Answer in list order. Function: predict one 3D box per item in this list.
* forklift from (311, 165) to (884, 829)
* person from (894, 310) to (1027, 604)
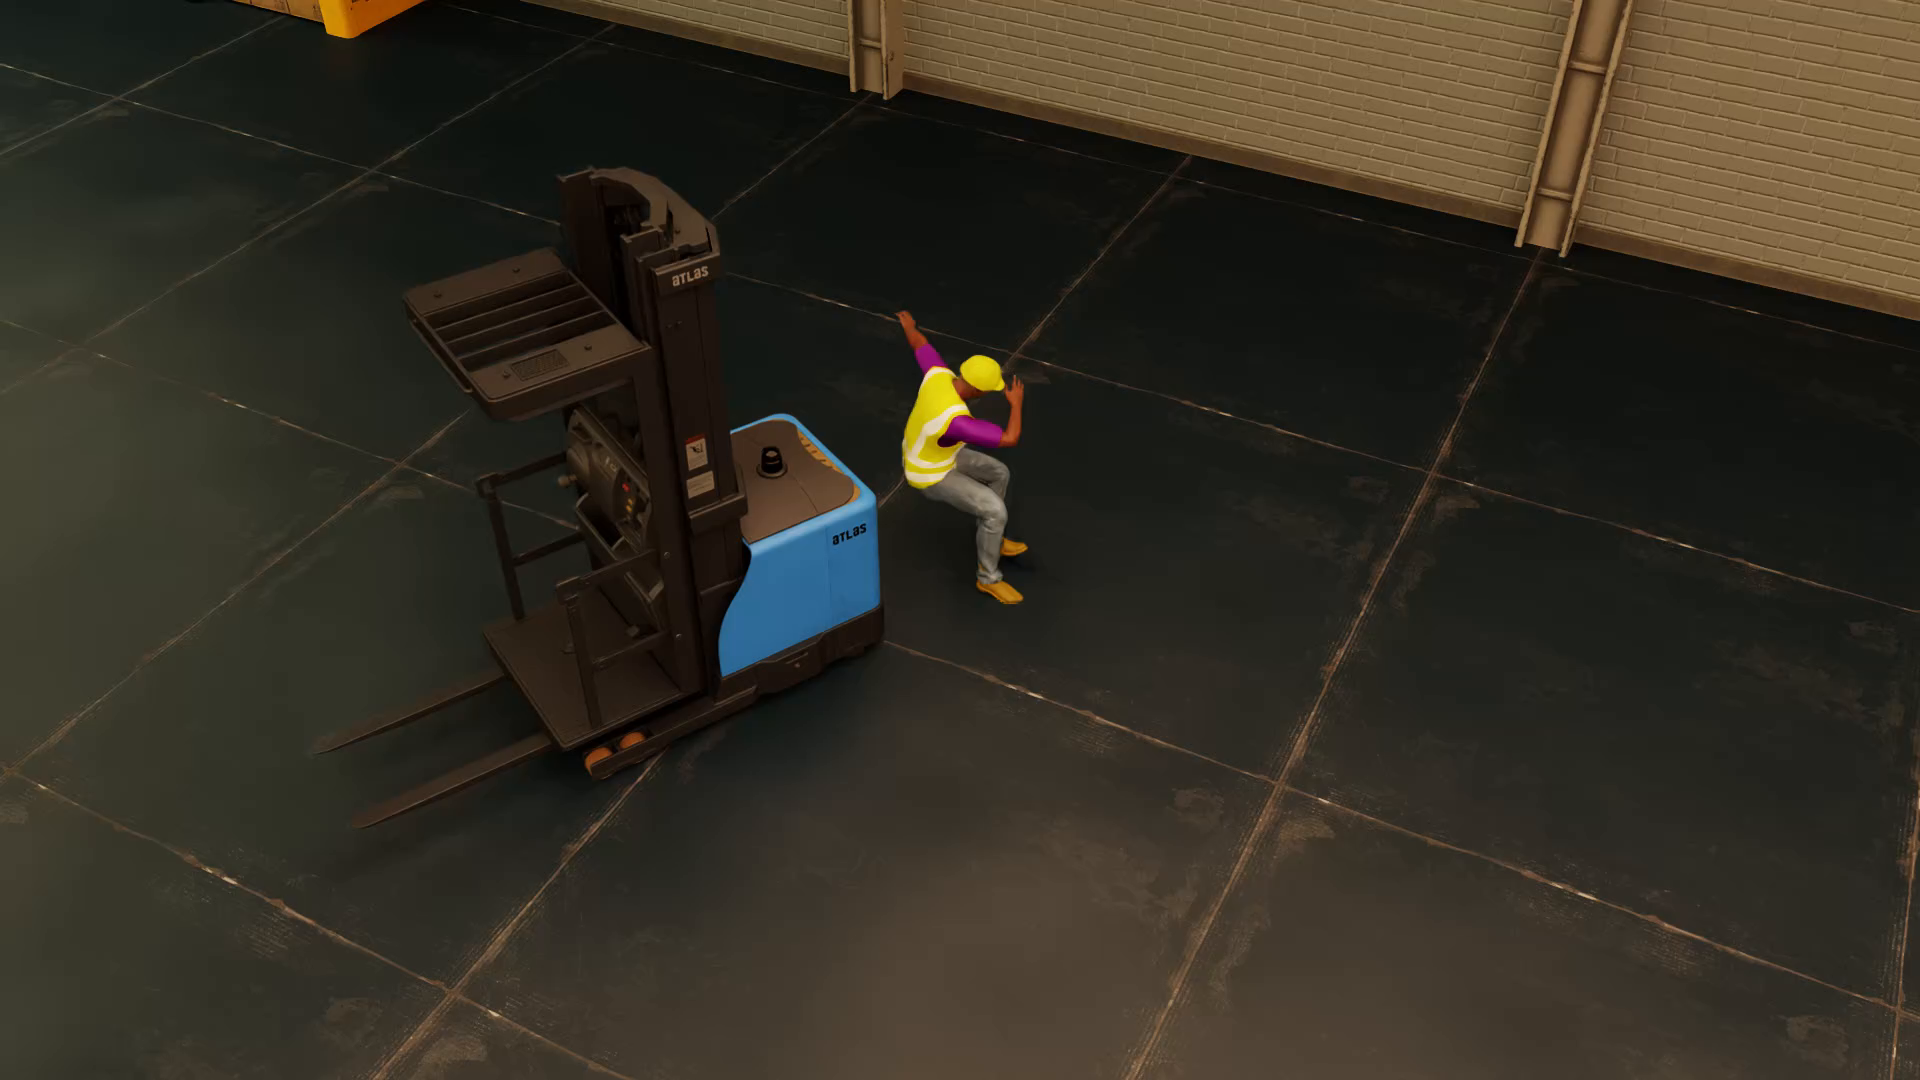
[{"bbox_3d":[-1.936,-0.251,8.285,3.031,2.935,1.130,-24,46,-26],"label":"forklift"},{"bbox_3d":[0.005,-0.591,9.882,0.727,1.432,1.429,-5,40,-6],"label":"person"}]
